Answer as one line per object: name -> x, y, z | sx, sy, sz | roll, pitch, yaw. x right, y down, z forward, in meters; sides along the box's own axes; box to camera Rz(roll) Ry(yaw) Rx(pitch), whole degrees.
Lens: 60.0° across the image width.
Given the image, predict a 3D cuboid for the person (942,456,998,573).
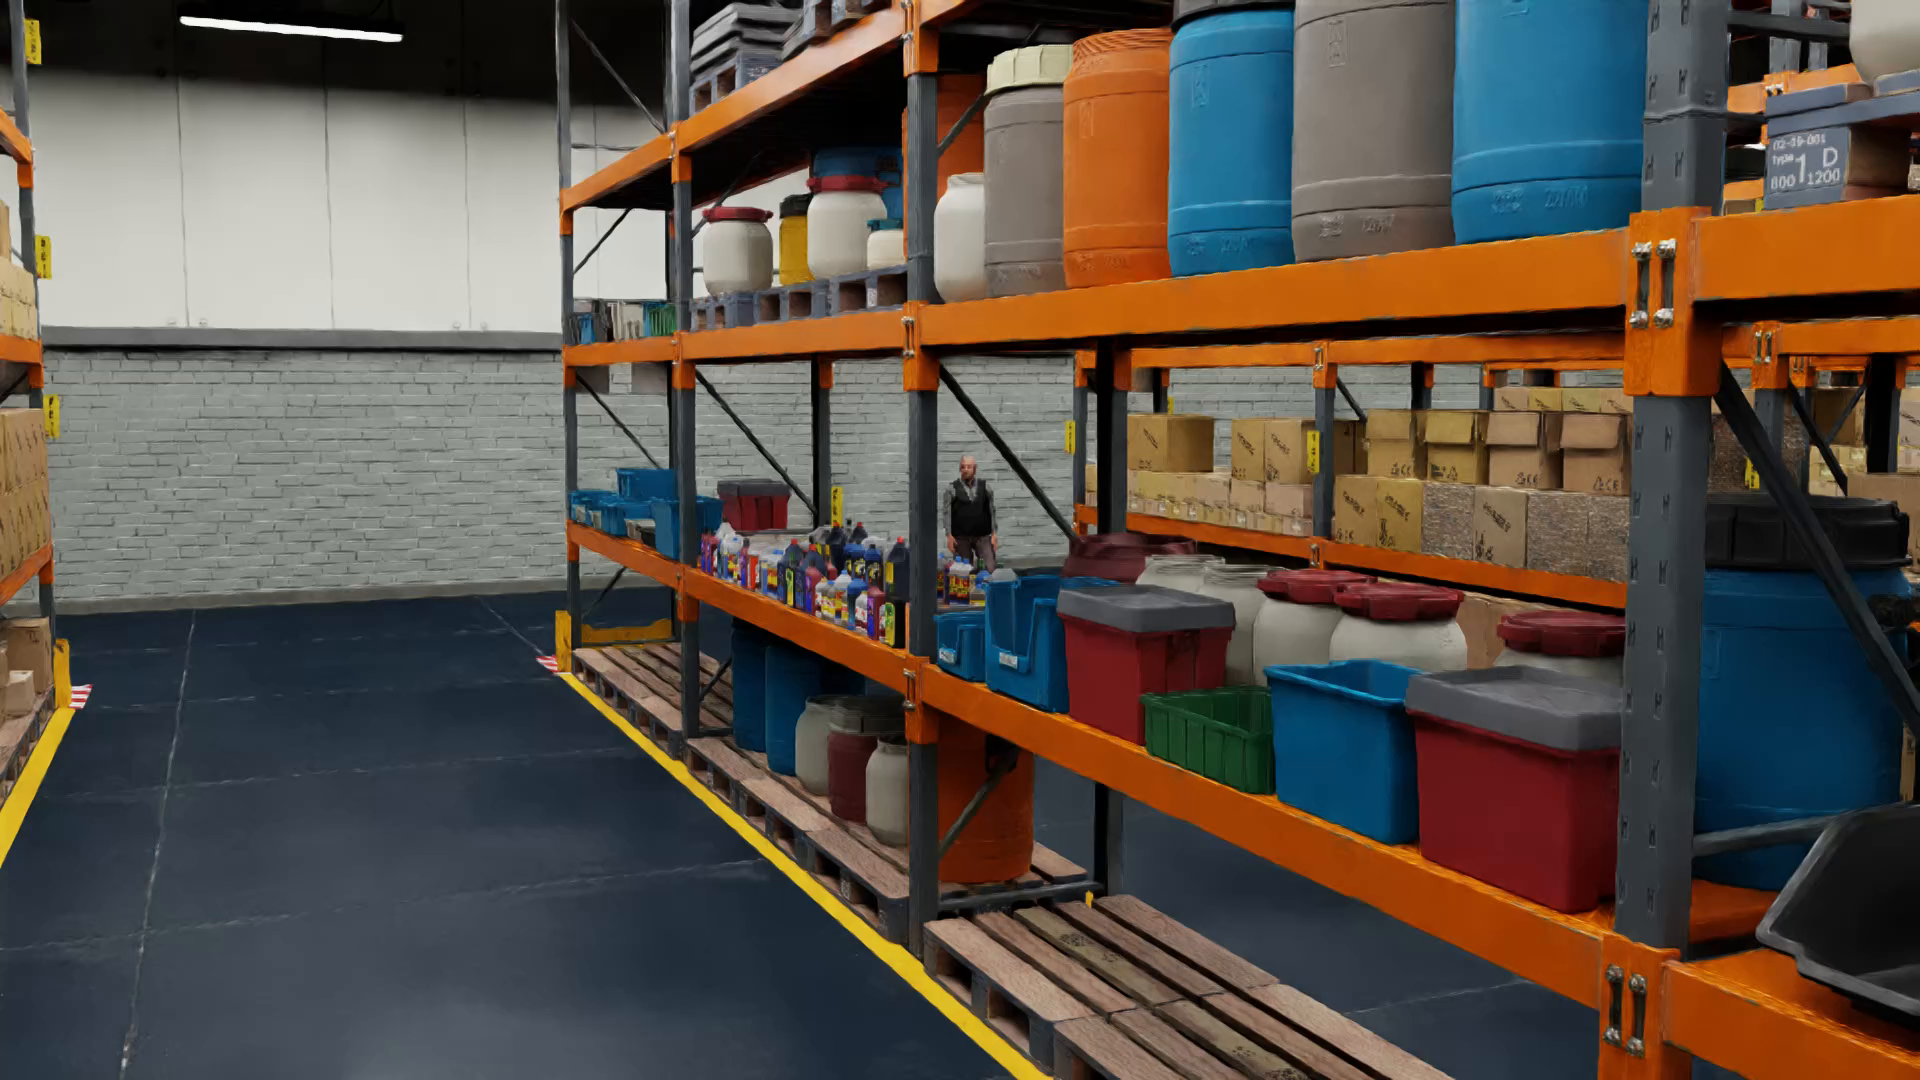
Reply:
person -> 0.118, 0.001, 17.235 | 0.581, 1.740, 0.447 | -1, 5, -8
